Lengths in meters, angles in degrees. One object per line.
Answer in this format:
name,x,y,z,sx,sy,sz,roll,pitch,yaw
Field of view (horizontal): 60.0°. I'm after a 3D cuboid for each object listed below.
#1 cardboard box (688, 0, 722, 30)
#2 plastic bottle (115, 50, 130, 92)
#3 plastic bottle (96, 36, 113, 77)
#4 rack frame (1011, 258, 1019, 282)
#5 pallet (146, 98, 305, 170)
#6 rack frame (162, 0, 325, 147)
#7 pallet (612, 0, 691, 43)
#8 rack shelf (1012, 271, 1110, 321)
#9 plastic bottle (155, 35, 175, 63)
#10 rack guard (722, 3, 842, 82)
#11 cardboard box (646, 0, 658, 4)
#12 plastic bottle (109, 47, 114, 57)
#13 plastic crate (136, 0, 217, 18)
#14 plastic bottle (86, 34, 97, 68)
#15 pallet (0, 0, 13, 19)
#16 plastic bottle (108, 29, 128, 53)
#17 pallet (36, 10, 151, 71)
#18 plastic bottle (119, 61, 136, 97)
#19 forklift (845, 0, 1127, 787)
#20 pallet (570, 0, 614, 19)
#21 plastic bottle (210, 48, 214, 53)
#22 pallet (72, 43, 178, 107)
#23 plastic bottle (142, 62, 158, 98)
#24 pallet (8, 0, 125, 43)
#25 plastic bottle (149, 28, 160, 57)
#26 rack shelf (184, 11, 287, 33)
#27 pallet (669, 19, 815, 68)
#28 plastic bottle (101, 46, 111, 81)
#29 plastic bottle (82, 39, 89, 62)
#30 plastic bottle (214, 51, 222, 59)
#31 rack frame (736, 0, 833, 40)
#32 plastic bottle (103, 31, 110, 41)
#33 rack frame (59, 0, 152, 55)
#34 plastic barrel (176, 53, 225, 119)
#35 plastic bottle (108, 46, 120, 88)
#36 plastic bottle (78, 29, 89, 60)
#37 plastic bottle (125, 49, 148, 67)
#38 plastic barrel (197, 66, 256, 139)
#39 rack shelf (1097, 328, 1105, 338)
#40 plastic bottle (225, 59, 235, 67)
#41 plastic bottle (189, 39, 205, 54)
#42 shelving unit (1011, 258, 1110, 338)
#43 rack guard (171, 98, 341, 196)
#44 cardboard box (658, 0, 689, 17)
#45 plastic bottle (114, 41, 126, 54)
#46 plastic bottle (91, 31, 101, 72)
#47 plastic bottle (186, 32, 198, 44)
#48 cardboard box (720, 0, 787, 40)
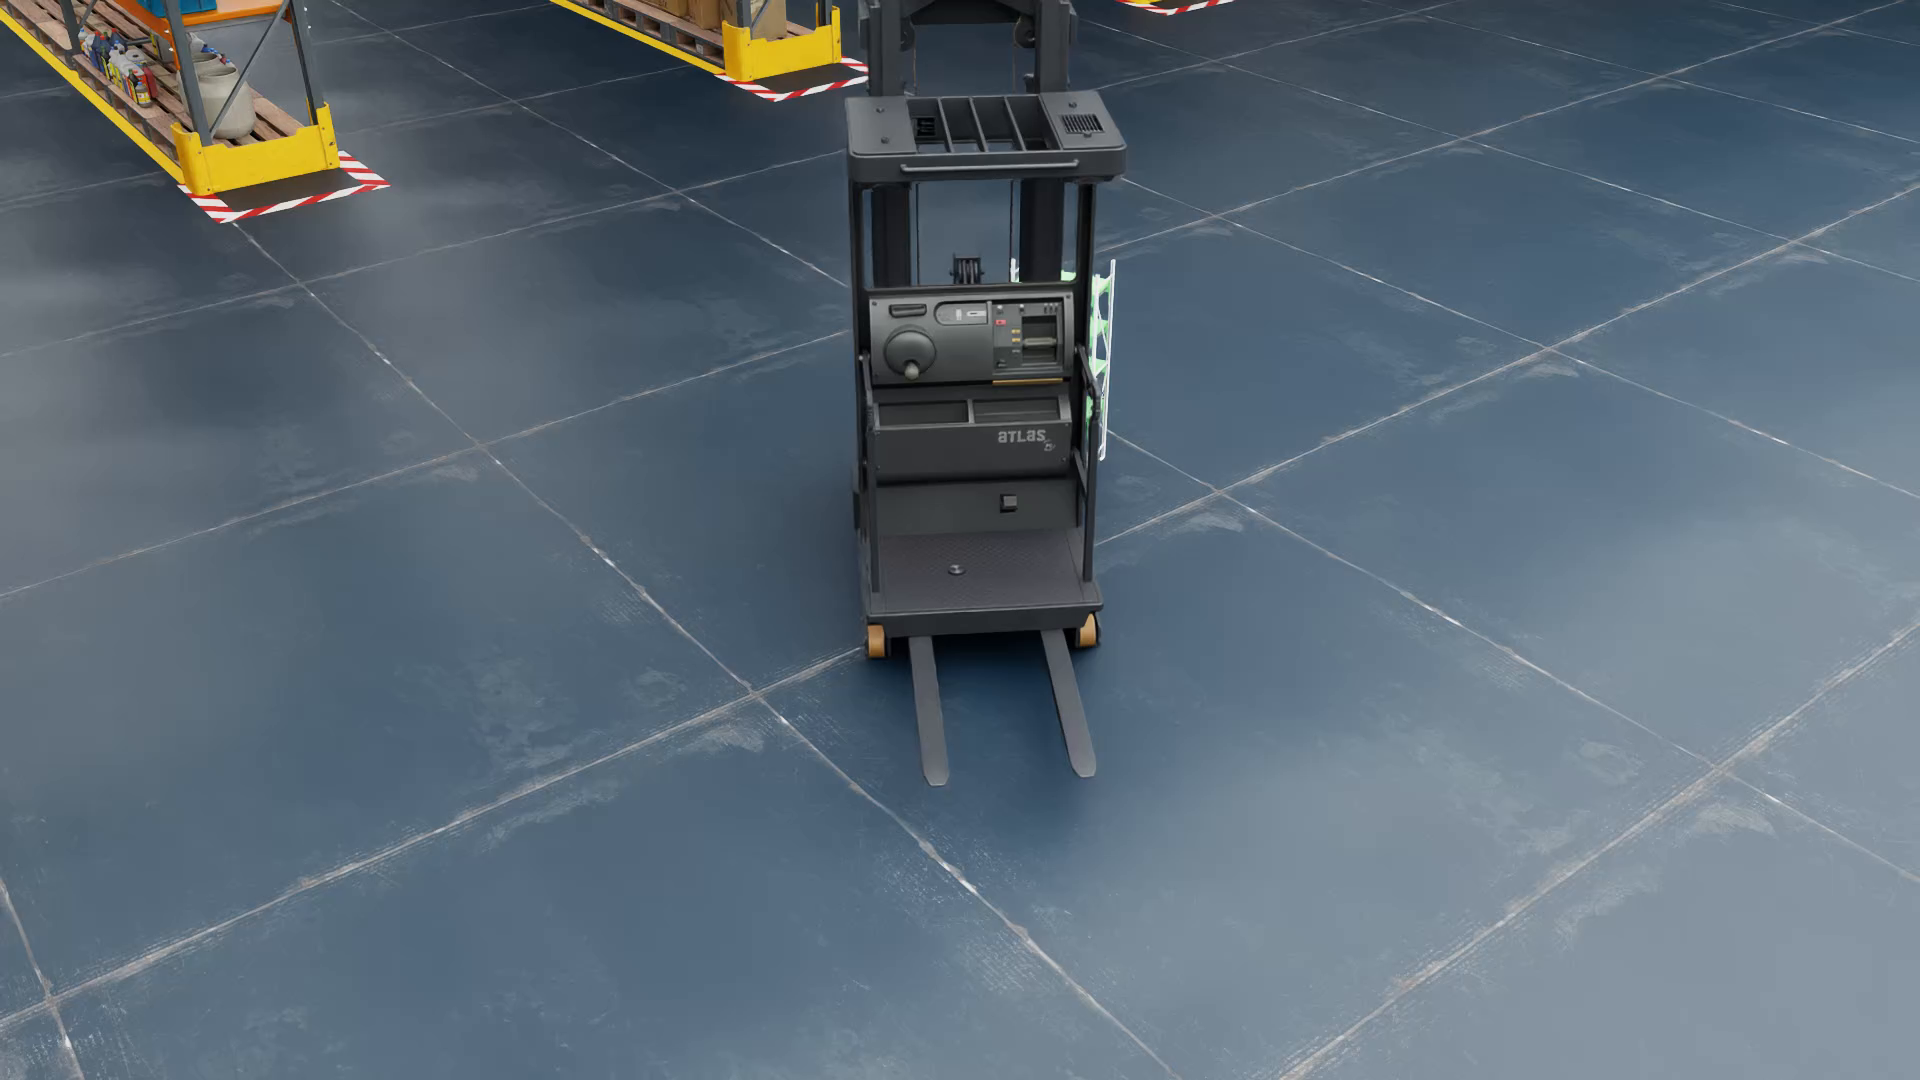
cardboard box,-2.420,-5.443,16.641,0.614,0.500,0.614,-22,38,-31
plastic bottle,-7.364,-4.145,14.674,0.144,0.351,0.185,-21,37,-29
plastic bottle,-7.739,-4.399,15.084,0.144,0.351,0.185,-24,39,-33
rack frame,0.333,-1.047,9.298,0.015,1.200,0.240,15,35,22
pallet,-6.147,-3.392,14.011,1.003,0.211,1.213,-22,38,-31
rack frame,-5.569,-4.220,12.701,1.000,3.000,0.127,-22,38,-31
pallet,-2.918,-5.528,17.450,1.003,0.211,1.213,-22,38,-31
rack shelf,0.551,-1.343,8.986,0.480,0.148,0.258,15,35,22
plastic bottle,-7.383,-4.603,15.483,0.152,0.276,0.135,-22,38,-31
rack guard,-1.703,-4.792,15.992,1.175,0.500,0.348,-22,38,-31
cardboard box,-3.096,-5.957,17.469,0.500,0.500,0.500,-26,40,-35
plastic bottle,-7.619,-4.316,15.026,0.097,0.271,0.097,0,32,0
plastic crate,-7.911,-5.581,14.833,0.499,0.464,6.483,-22,38,-31
plastic bottle,-7.953,-4.516,15.343,0.152,0.276,0.135,-21,37,-30
pallet,-10.030,-6.034,18.265,1.003,0.211,1.213,-22,38,-31
plastic bottle,-7.741,-4.525,15.286,0.144,0.351,0.185,-22,38,-31
pallet,-8.534,-5.017,16.628,1.003,0.211,1.213,-22,38,-31
plastic bottle,-7.260,-4.045,14.584,0.152,0.276,0.135,-23,39,-33
forklift,0.072,-0.872,7.376,1.121,2.935,3.031,-3,32,-4
pallet,-3.670,-6.036,18.269,1.003,0.211,1.213,-22,38,-31
plastic bottle,-6.706,-4.289,14.981,0.097,0.271,0.097,0,32,0
pallet,-7.643,-4.409,15.649,1.003,0.211,1.213,-22,38,-31
plastic bottle,-7.091,-4.025,14.545,0.061,0.283,0.133,-22,38,-31
pallet,-9.287,-5.526,17.447,1.003,0.211,1.213,-22,38,-31
plastic bottle,-7.513,-4.727,15.611,0.144,0.351,0.185,-22,38,-31
rack shelf,-6.796,-4.809,14.195,0.831,0.071,3.687,-22,38,-31
pallet,-2.174,-5.019,16.632,1.003,0.211,1.213,-22,38,-31
plastic bottle,-7.671,-4.288,14.969,0.061,0.283,0.133,-20,37,-29
plastic bottle,-8.111,-4.568,15.497,0.097,0.201,0.097,0,32,0
plastic bottle,-6.645,-4.247,14.914,0.097,0.271,0.097,0,32,0
rack frame,-1.657,-5.822,15.281,1.000,3.000,0.127,-22,38,-31
plastic bottle,-7.869,-4.554,15.397,0.061,0.283,0.133,-22,38,-31
rack frame,-8.022,-5.887,15.385,1.000,3.000,0.127,-22,38,-31
plastic barrel,-6.340,-3.800,13.985,0.421,0.512,0.421,0,32,0
plastic bottle,-7.478,-4.222,14.799,0.144,0.351,0.185,-23,38,-32
plastic bottle,-8.173,-4.640,15.547,0.097,0.271,0.097,0,32,0
plastic bottle,-7.377,-4.249,14.912,0.152,0.276,0.135,-22,38,-31
plastic barrel,-6.033,-3.591,13.649,0.421,0.512,0.421,0,32,0
rack shelf,0.551,-1.163,9.097,0.442,0.029,0.199,15,35,22
plastic bottle,-6.435,-4.104,14.684,0.097,0.271,0.097,0,32,0
plastic bottle,-6.987,-4.458,15.249,0.152,0.276,0.135,-22,38,-31
shelving unit,0.546,-0.991,9.208,0.492,1.200,0.258,15,35,22
rack guard,-5.653,-3.174,13.387,1.175,0.500,0.348,-22,38,-31
cardboard box,-2.789,-5.710,17.071,0.500,0.500,0.500,-19,36,-27
plastic bottle,-7.671,-4.423,15.197,0.097,0.271,0.097,0,32,0
plastic bottle,-7.855,-4.478,15.210,0.144,0.351,0.185,-21,38,-30
plastic bottle,-7.084,-4.559,15.341,0.144,0.351,0.185,-23,38,-32
cardboard box,-2.026,-5.205,16.258,0.500,0.500,0.500,-15,35,-23
